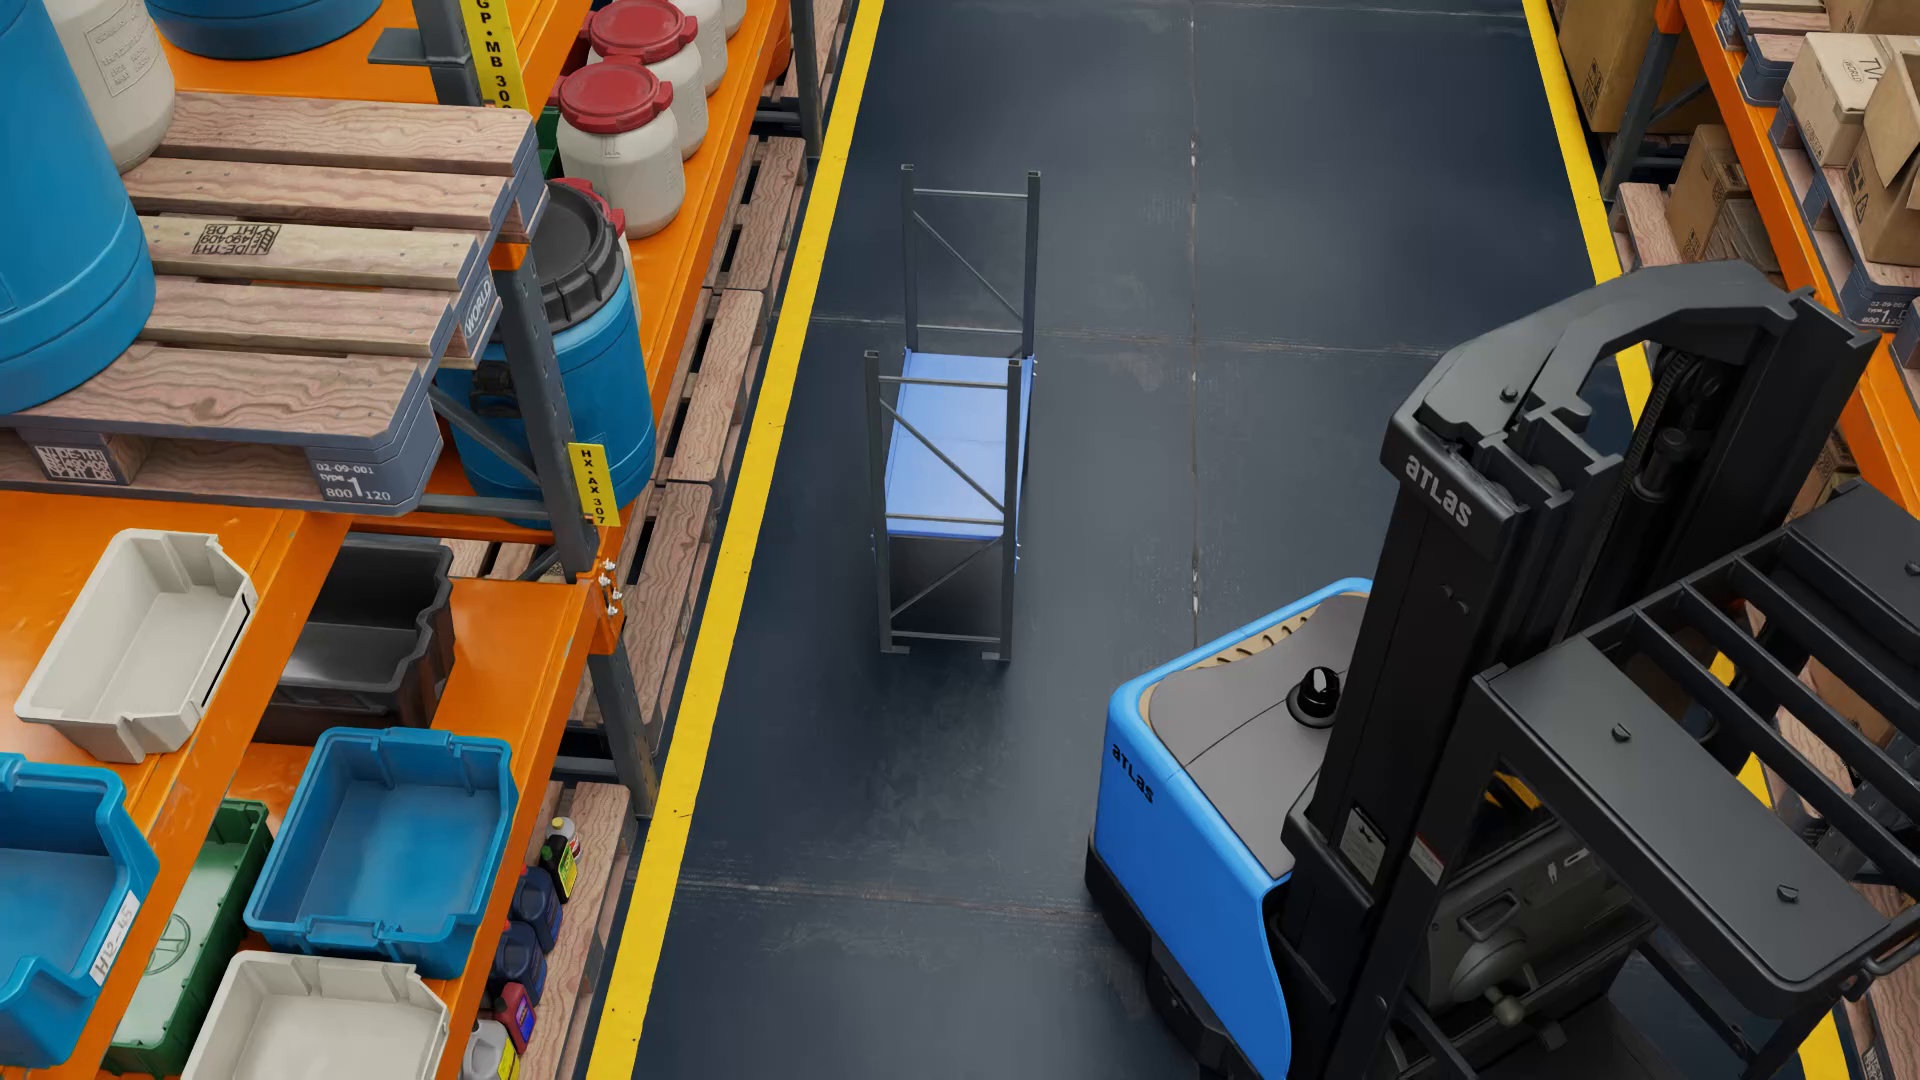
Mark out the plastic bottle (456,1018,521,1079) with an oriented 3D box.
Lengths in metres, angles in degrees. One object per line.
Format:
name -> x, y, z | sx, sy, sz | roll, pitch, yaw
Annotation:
plastic bottle -> -1.397, 1.512, 4.858 | 0.144, 0.351, 0.185 | 4, 48, 3

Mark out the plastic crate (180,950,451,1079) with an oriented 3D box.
plastic crate -> -1.474, 1.194, 3.830 | 0.530, 0.136, 0.437 | 4, 48, 4

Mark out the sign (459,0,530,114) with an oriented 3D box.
sign -> -1.032, -1.075, 3.688 | 0.100, 0.325, 0.005 | 4, 48, 4

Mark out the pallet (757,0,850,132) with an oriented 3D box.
pallet -> -1.183, -2.685, 9.089 | 1.003, 0.211, 1.213 | 4, 48, 4

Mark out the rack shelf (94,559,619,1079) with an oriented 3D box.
rack shelf -> -1.761, 1.607, 3.760 | 1.077, 0.370, 4.000 | 4, 48, 4

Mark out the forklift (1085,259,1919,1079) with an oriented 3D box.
forklift -> 1.596, 0.950, 3.921 | 1.130, 2.935, 3.031 | -23, 52, -20

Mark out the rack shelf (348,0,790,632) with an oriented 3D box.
rack shelf -> -1.396, -1.332, 6.449 | 1.077, 0.370, 4.000 | 4, 48, 4

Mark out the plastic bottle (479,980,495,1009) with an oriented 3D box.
plastic bottle -> -1.517, 1.308, 5.095 | 0.152, 0.276, 0.135 | 4, 48, 4

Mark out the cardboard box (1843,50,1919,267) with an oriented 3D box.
cardboard box -> 3.420, -1.229, 5.512 | 0.797, 0.503, 0.637 | 8, 48, 8

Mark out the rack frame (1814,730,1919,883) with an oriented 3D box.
rack frame -> 3.354, 0.228, 4.535 | 1.000, 3.000, 0.127 | 4, 48, 4

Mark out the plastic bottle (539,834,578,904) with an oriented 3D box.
plastic bottle -> -1.294, 1.039, 5.336 | 0.061, 0.283, 0.133 | 6, 48, 5

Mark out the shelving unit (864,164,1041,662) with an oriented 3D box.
shelving unit -> -0.008, -0.443, 6.165 | 0.538, 1.500, 1.048 | 4, 48, 4

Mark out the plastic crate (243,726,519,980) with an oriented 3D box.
plastic crate -> -1.409, 0.777, 4.134 | 0.499, 0.251, 0.616 | 4, 48, 4

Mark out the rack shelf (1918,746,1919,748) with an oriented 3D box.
rack shelf -> 3.172, 1.941, 3.456 | 1.077, 0.370, 4.000 | 4, 48, 4

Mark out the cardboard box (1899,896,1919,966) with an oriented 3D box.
cardboard box -> 3.278, 1.221, 5.036 | 0.500, 0.500, 0.500 | 3, 48, 2

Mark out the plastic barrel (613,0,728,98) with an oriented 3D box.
plastic barrel -> -1.133, -2.002, 6.499 | 0.421, 0.512, 0.421 | 0, 48, 0

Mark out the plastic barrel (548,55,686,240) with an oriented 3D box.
plastic barrel -> -1.206, -1.378, 5.912 | 0.433, 0.535, 0.433 | 0, 48, 0

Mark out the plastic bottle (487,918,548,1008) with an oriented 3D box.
plastic bottle -> -1.368, 1.274, 5.075 | 0.144, 0.351, 0.185 | 2, 48, 2

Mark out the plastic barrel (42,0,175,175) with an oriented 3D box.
plastic barrel -> -1.813, -0.994, 3.259 | 0.421, 0.512, 0.421 | 0, 48, 0

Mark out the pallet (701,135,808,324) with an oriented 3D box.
pallet -> -1.323, -1.537, 8.038 | 1.003, 0.211, 1.213 | 4, 48, 4

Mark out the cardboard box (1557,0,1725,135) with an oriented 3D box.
cardboard box -> 3.802, -2.642, 8.314 | 1.225, 0.875, 0.875 | 2, 48, 2

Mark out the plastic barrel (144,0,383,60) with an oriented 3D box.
plastic barrel -> -1.748, -1.675, 3.902 | 0.600, 0.901, 0.708 | 4, 48, 4

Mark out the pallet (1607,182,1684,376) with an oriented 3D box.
pallet -> 3.646, -1.196, 7.727 | 1.003, 0.211, 1.213 | 4, 48, 4

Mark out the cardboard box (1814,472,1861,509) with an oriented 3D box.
cardboard box -> 3.494, 0.124, 6.025 | 0.700, 0.500, 0.500 | 4, 48, 3

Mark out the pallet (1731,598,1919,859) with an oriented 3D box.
pallet -> 3.423, 0.597, 6.087 | 1.003, 0.211, 1.213 | 4, 48, 4

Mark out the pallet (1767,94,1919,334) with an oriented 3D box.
pallet -> 3.579, -1.189, 5.961 | 1.003, 0.211, 1.213 | 4, 48, 4

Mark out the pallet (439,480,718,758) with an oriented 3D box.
pallet -> -1.545, 0.256, 6.398 | 1.003, 0.211, 1.213 | 4, 48, 4

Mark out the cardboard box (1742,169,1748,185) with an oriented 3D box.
cardboard box -> 3.687, -1.775, 7.254 | 0.500, 0.250, 0.500 | 6, 48, 5

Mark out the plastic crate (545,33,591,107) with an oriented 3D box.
plastic crate -> -1.666, -1.899, 6.437 | 0.402, 0.464, 0.583 | 4, 48, 4

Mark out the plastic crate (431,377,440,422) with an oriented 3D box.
plastic crate -> -1.839, -0.503, 5.160 | 0.402, 0.464, 0.583 | 4, 48, 4

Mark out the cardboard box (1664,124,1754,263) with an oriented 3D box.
cardboard box -> 3.677, -1.522, 7.531 | 0.700, 0.500, 0.500 | 2, 48, 1

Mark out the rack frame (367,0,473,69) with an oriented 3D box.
rack frame -> -1.578, -2.130, 2.625 | 1.000, 3.000, 0.127 | 4, 48, 4

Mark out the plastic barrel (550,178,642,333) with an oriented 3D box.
plastic barrel -> -1.273, -0.839, 5.419 | 0.433, 0.535, 0.433 | 0, 48, 0

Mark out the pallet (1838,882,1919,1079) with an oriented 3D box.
pallet -> 3.328, 1.665, 5.110 | 1.003, 0.211, 1.213 | 4, 48, 4

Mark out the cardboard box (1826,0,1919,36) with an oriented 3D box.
cardboard box -> 3.758, -2.070, 6.284 | 0.700, 0.500, 0.500 | 10, 48, 9

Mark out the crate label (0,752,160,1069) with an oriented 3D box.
crate label -> -1.443, 0.519, 2.336 | 0.502, 0.251, 0.408 | 4, 48, 4

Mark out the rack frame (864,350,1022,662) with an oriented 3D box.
rack frame -> -0.054, -0.070, 5.824 | 0.500, 1.500, 0.032 | 4, 48, 4

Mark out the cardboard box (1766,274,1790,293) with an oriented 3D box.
cardboard box -> 3.595, -0.697, 6.776 | 0.700, 0.500, 0.500 | 7, 48, 7

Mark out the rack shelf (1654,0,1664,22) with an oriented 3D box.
rack shelf -> 3.901, -3.938, 8.833 | 1.077, 0.370, 4.000 | 4, 48, 4
